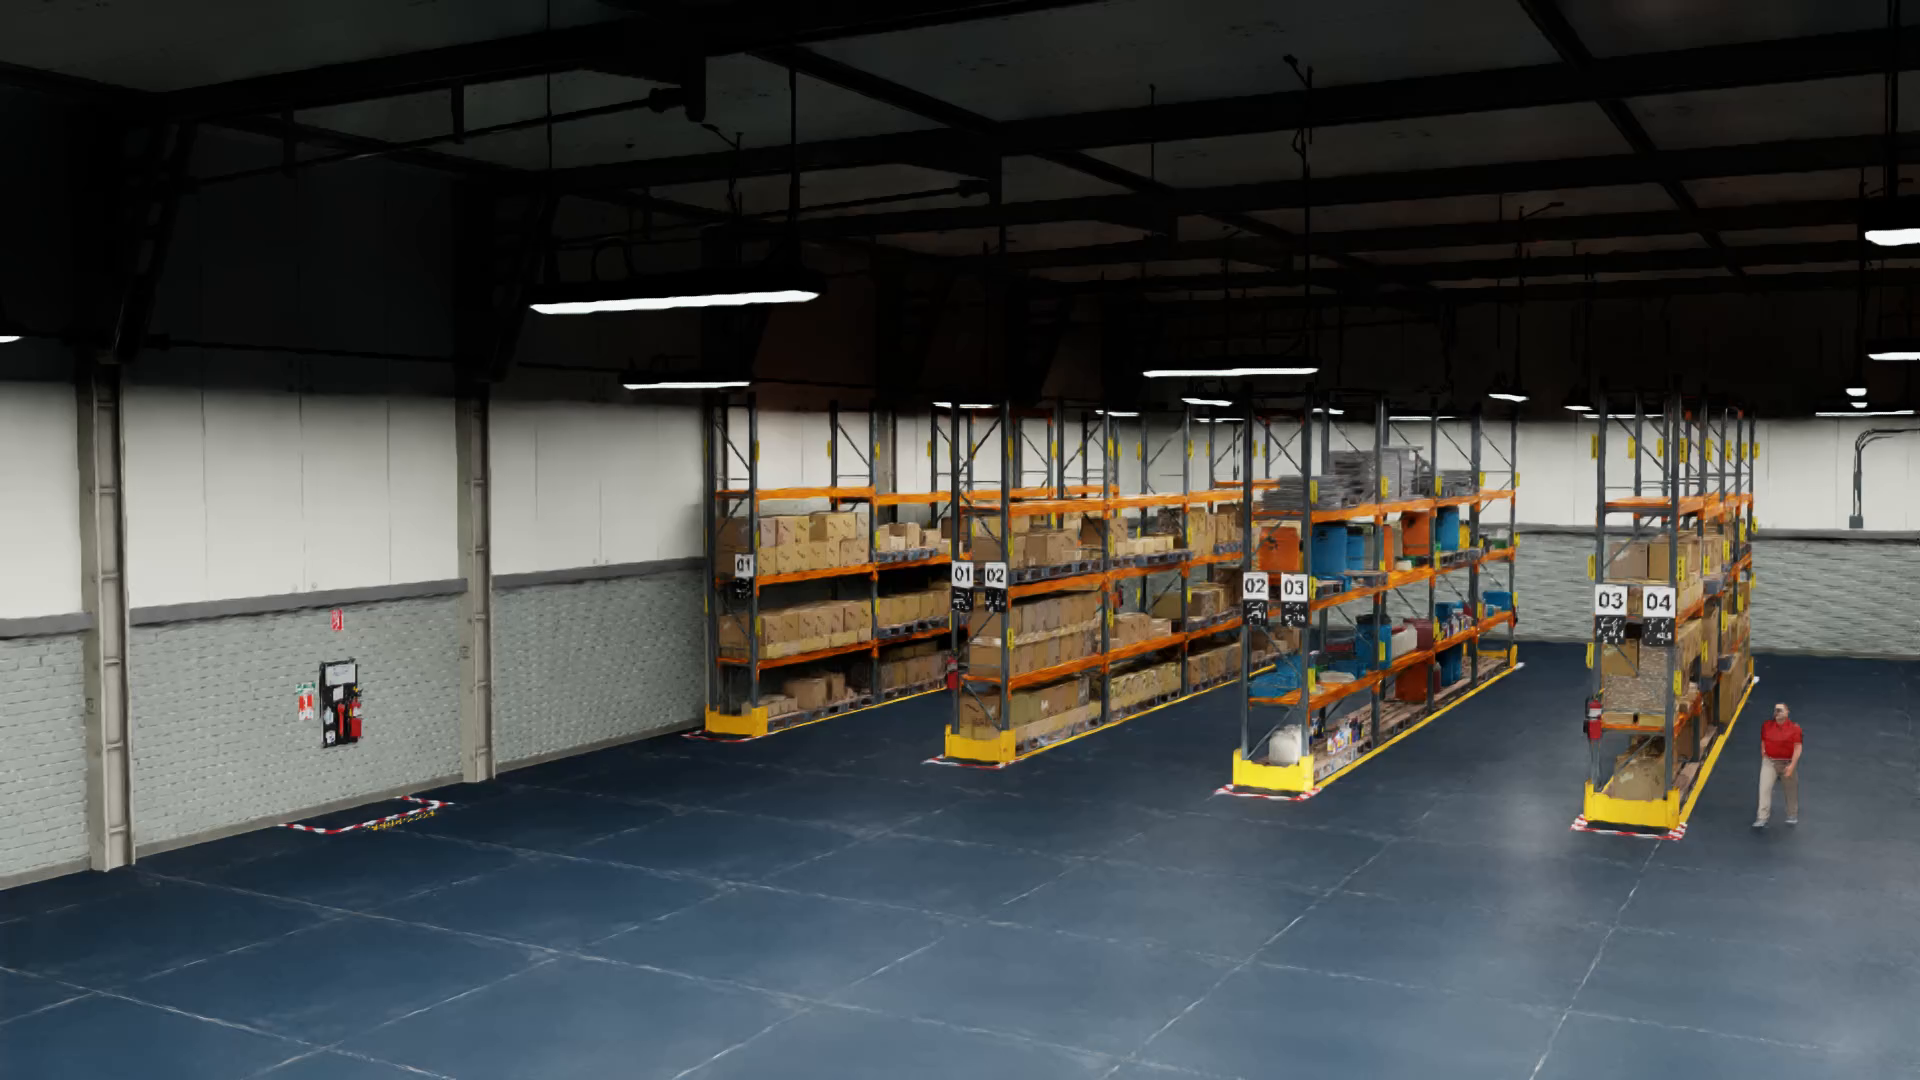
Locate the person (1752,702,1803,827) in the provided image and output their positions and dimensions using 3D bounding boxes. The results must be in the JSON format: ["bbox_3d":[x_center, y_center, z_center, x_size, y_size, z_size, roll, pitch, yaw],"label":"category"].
[{"bbox_3d":[10.860,2.966,22.013,0.532,1.659,1.036,2,4,37],"label":"person"}]
